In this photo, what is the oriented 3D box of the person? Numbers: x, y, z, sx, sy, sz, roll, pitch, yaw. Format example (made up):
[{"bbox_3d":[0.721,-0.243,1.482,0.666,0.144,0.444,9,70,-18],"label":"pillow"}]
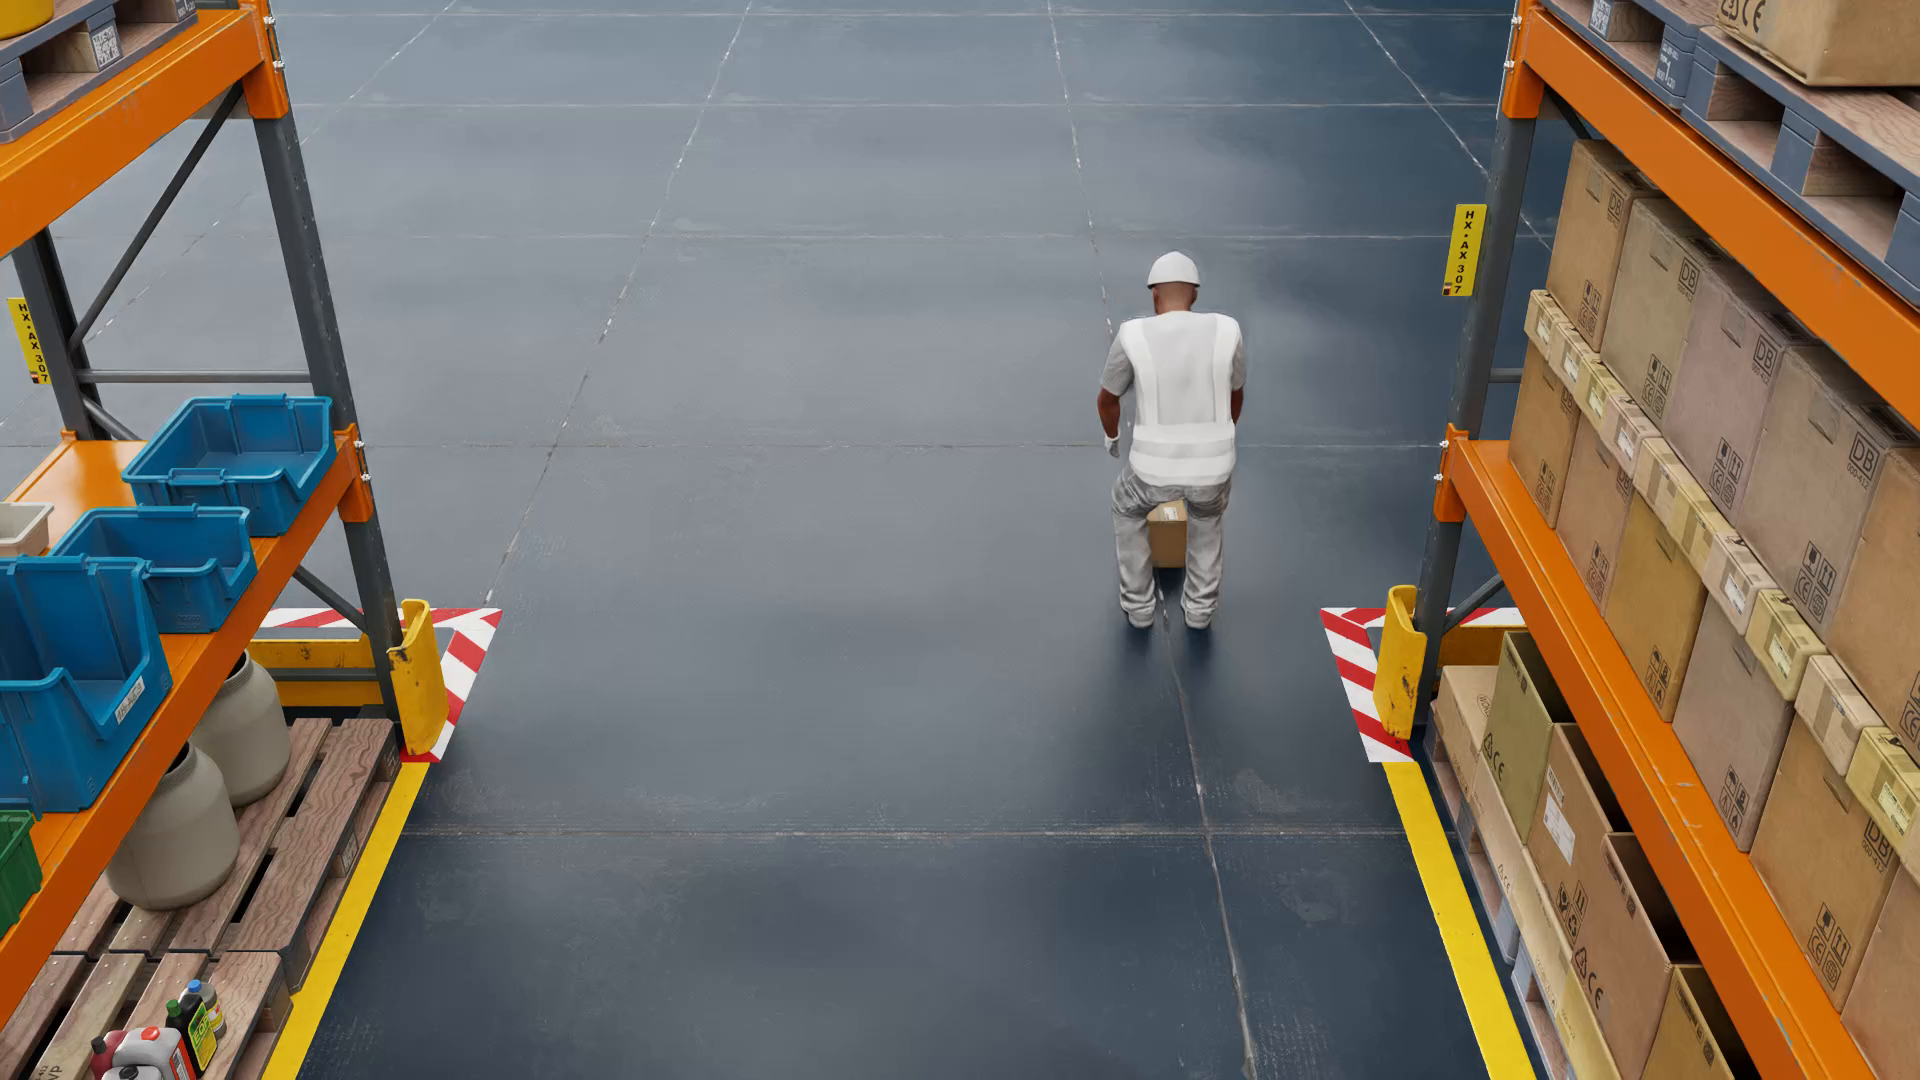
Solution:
[{"bbox_3d":[0.870,-0.376,6.935,0.604,1.578,0.652,0,31,0],"label":"person"}]
